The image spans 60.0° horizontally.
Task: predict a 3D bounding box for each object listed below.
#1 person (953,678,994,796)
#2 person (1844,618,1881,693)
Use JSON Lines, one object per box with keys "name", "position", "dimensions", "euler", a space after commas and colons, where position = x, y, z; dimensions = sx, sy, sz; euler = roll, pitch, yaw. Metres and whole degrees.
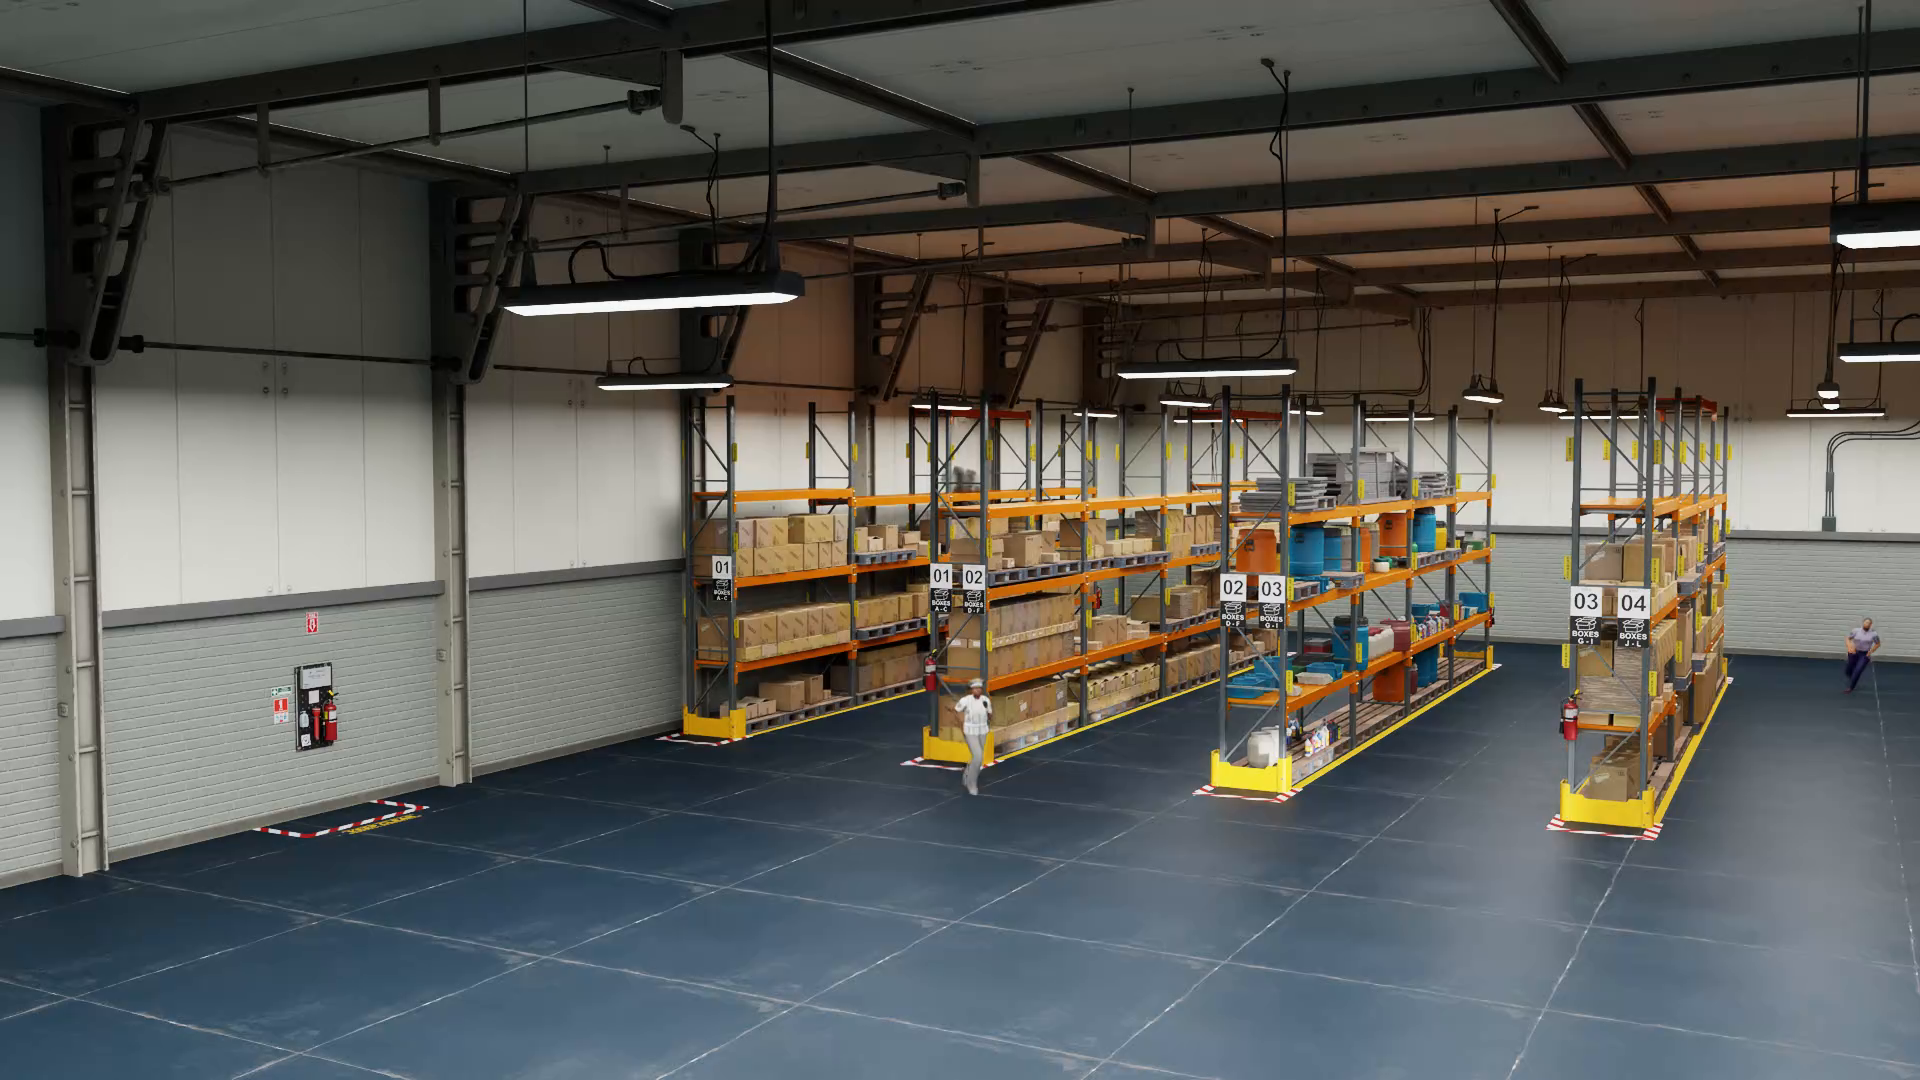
{"name": "person", "position": [0.236, 2.896, 24.428], "dimensions": [0.526, 1.742, 0.728], "euler": [-2, 3, -30]}
{"name": "person", "position": [18.816, 2.402, 34.697], "dimensions": [0.652, 1.574, 0.660], "euler": [2, 4, 36]}
